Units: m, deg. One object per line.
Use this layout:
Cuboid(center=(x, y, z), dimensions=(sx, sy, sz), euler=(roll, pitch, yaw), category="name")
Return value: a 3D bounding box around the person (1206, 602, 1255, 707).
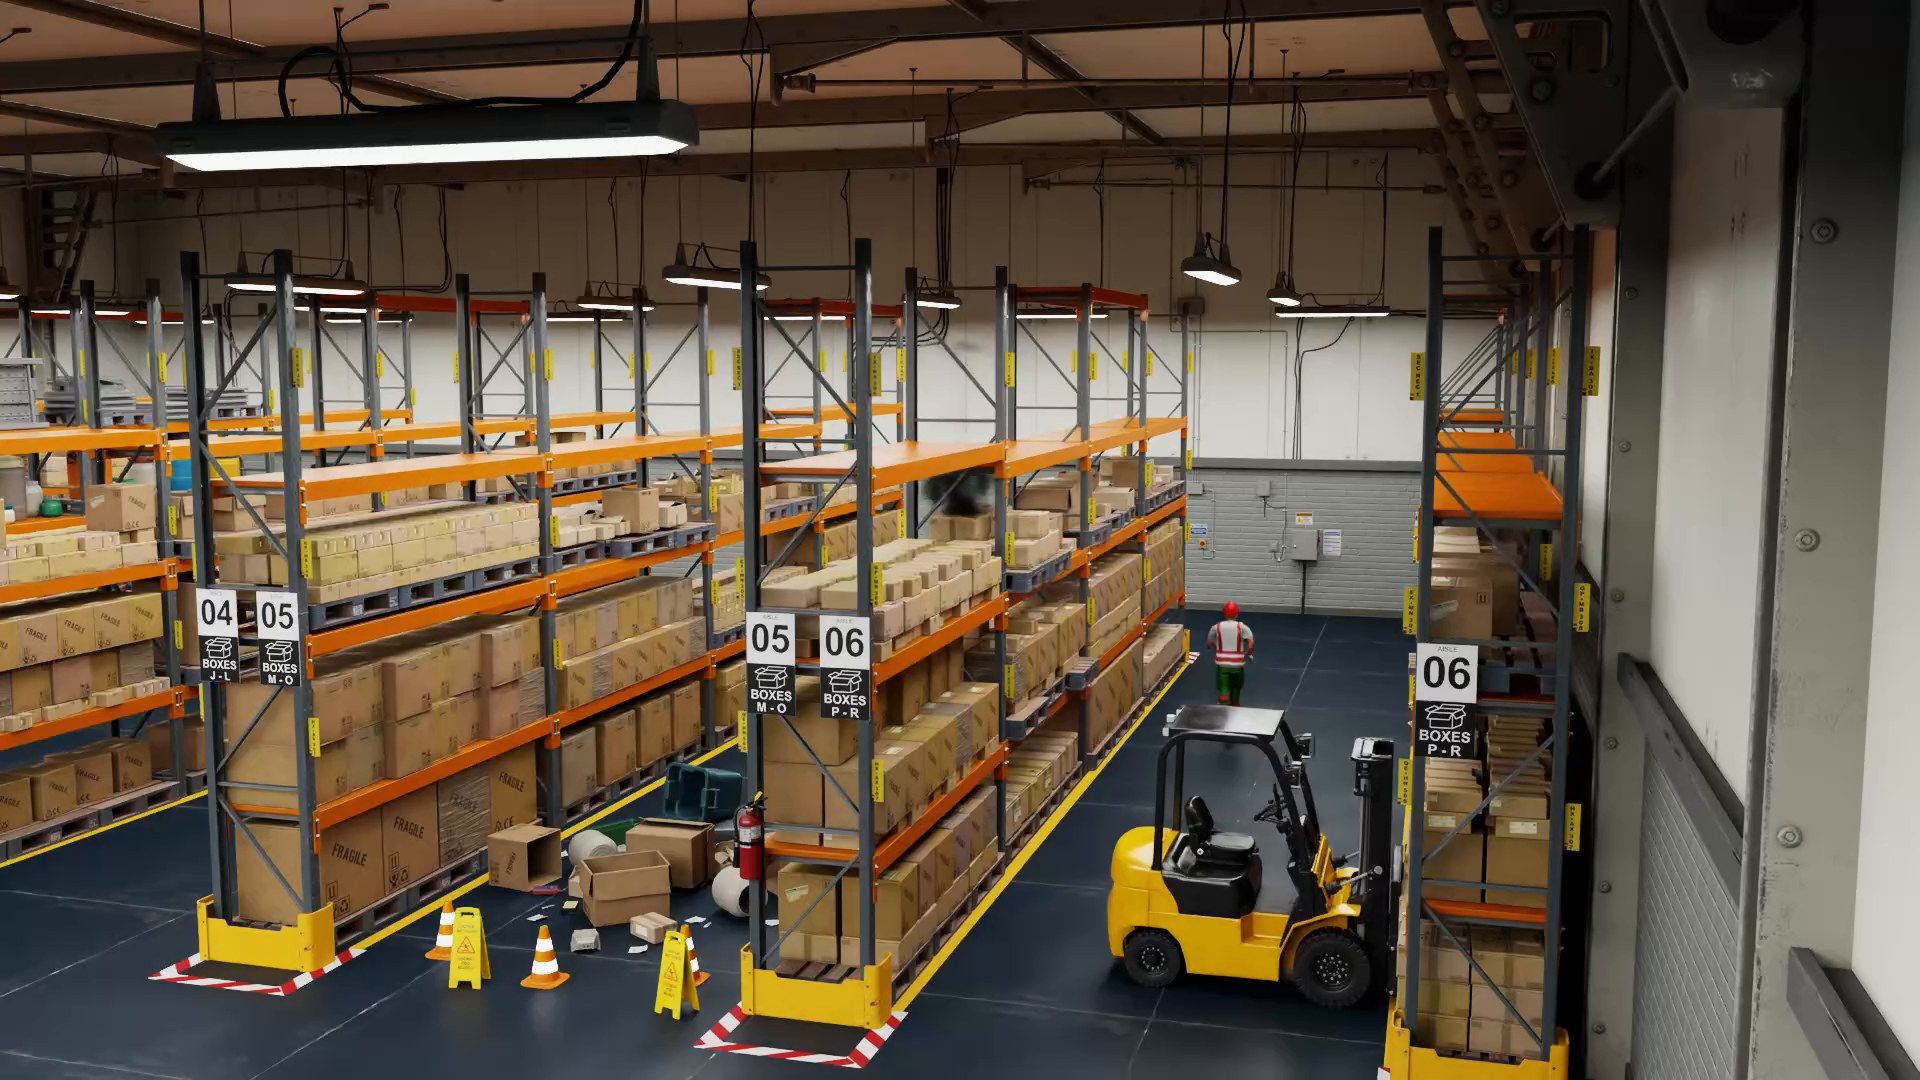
Cuboid(center=(3.700, 1.732, 22.762), dimensions=(0.656, 1.792, 0.981), euler=(1, 7, 10), category="person")
